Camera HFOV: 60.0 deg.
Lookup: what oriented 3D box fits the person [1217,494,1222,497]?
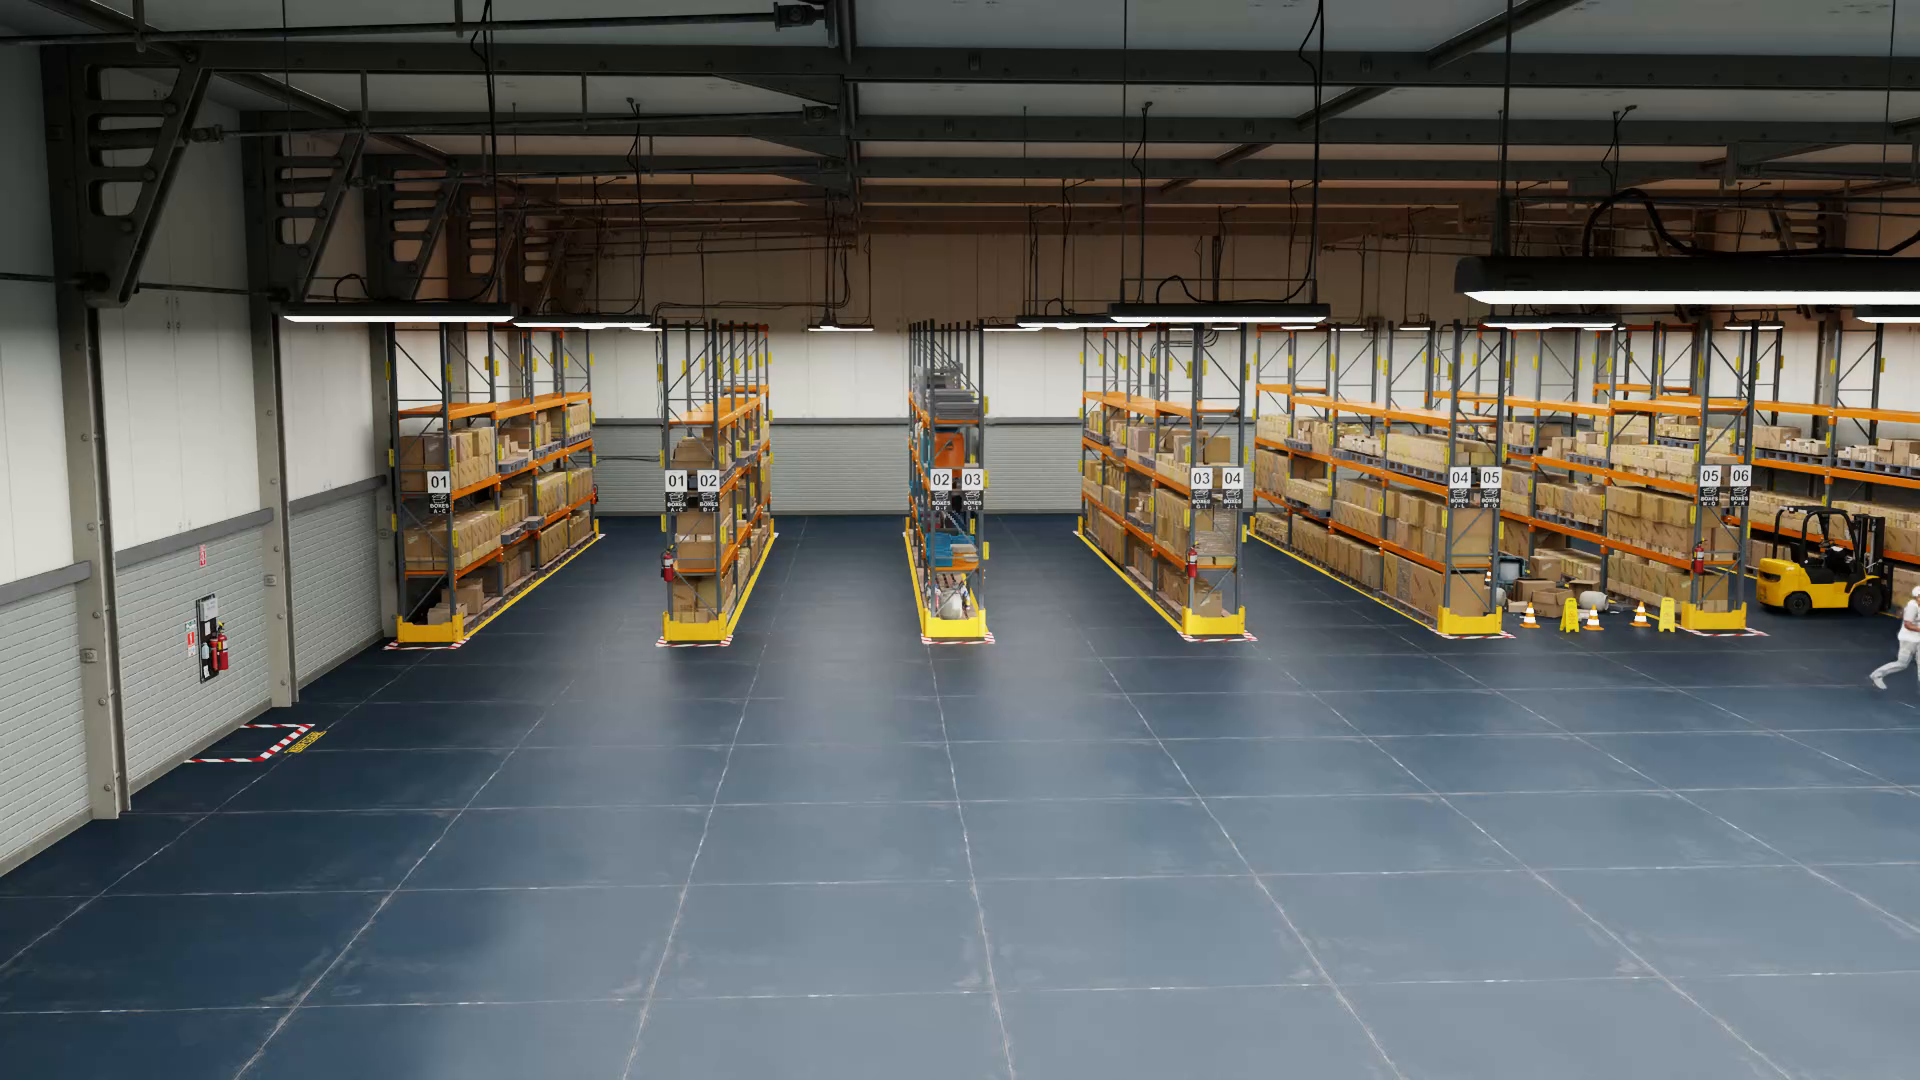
[{"bbox_3d":[7.344,-0.809,45.769,0.724,1.778,0.870,0,7,-2],"label":"person"}]

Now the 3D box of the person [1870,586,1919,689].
[{"bbox_3d":[14.987,1.604,26.247,1.048,1.778,0.709,6,9,41],"label":"person"}]

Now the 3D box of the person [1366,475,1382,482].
[{"bbox_3d":[12.310,-1.199,49.654,0.952,1.629,0.654,-1,7,-10],"label":"person"}]
